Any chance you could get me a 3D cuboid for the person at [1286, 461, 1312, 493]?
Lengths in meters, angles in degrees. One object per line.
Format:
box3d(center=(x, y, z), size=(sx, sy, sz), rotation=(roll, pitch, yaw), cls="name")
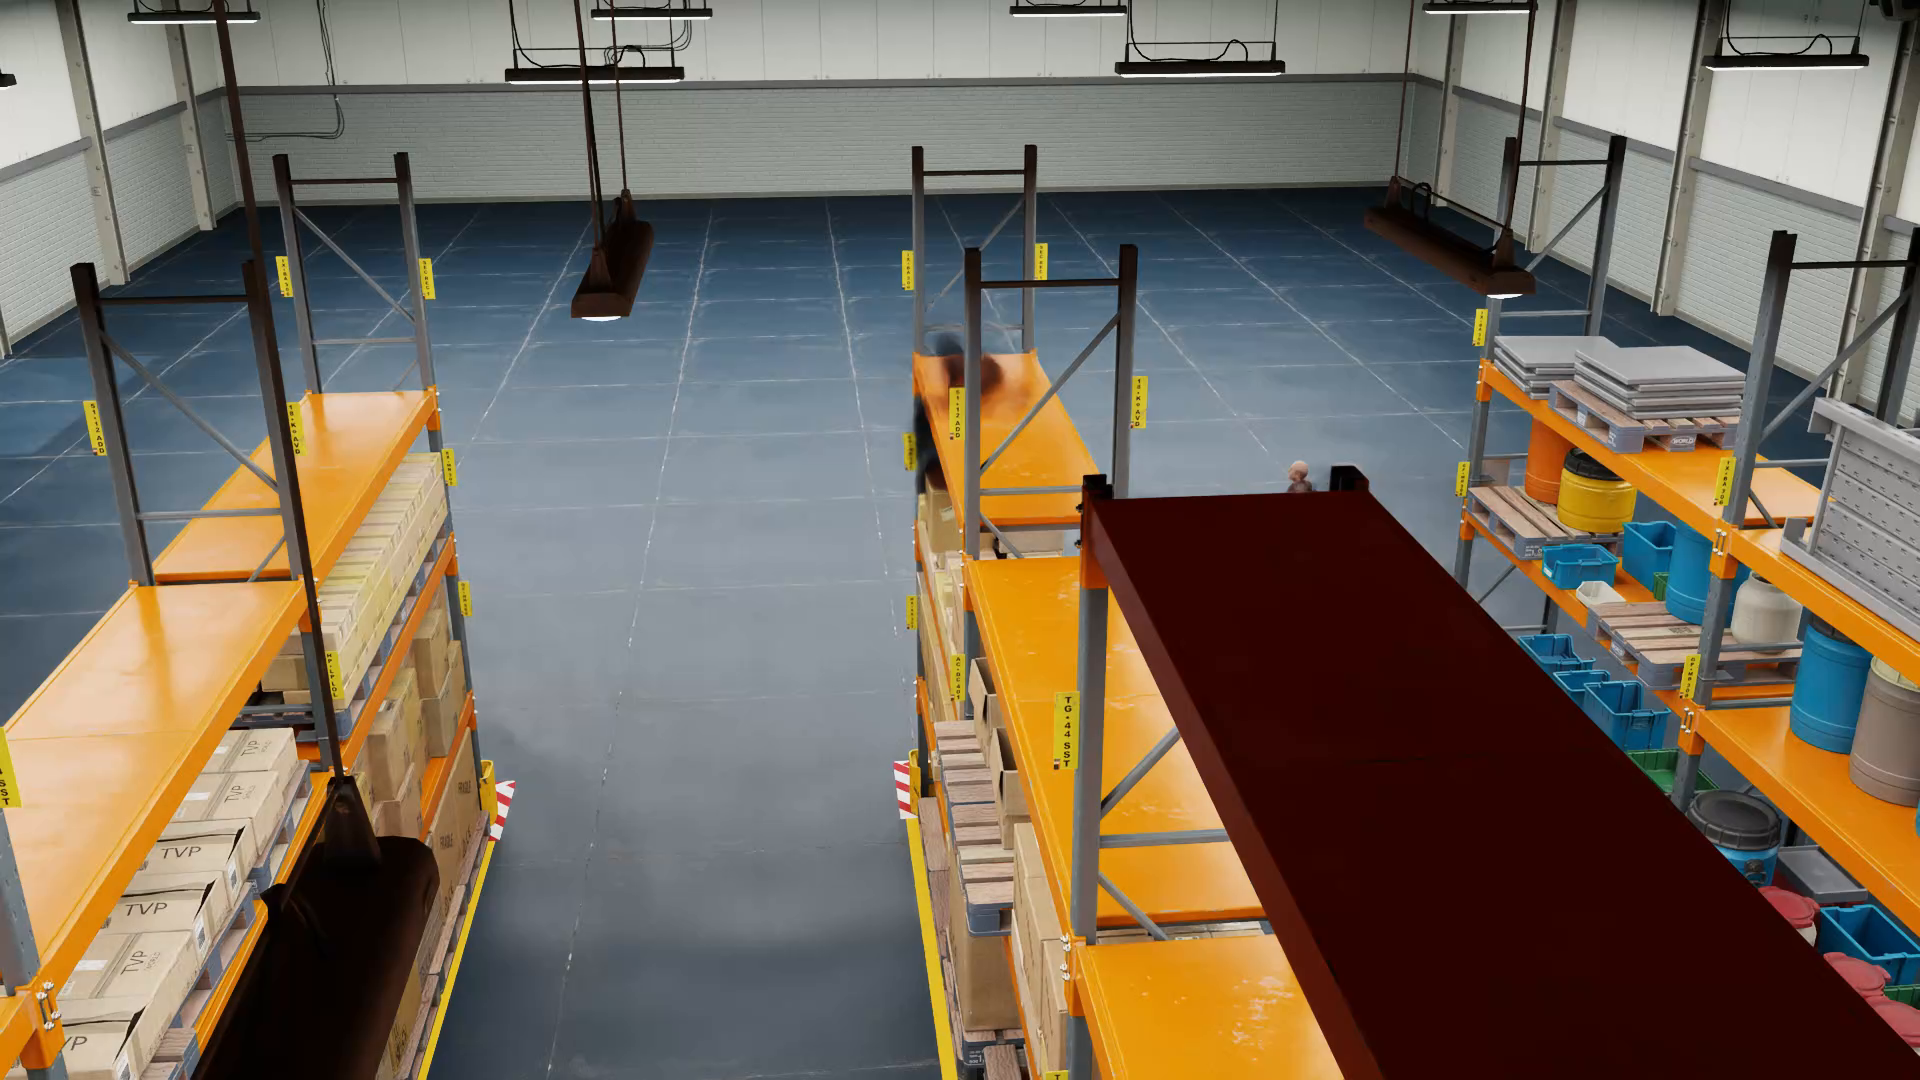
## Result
box3d(center=(3.883, -0.093, 19.510), size=(0.639, 1.741, 0.742), rotation=(8, 23, 20), cls="person")
